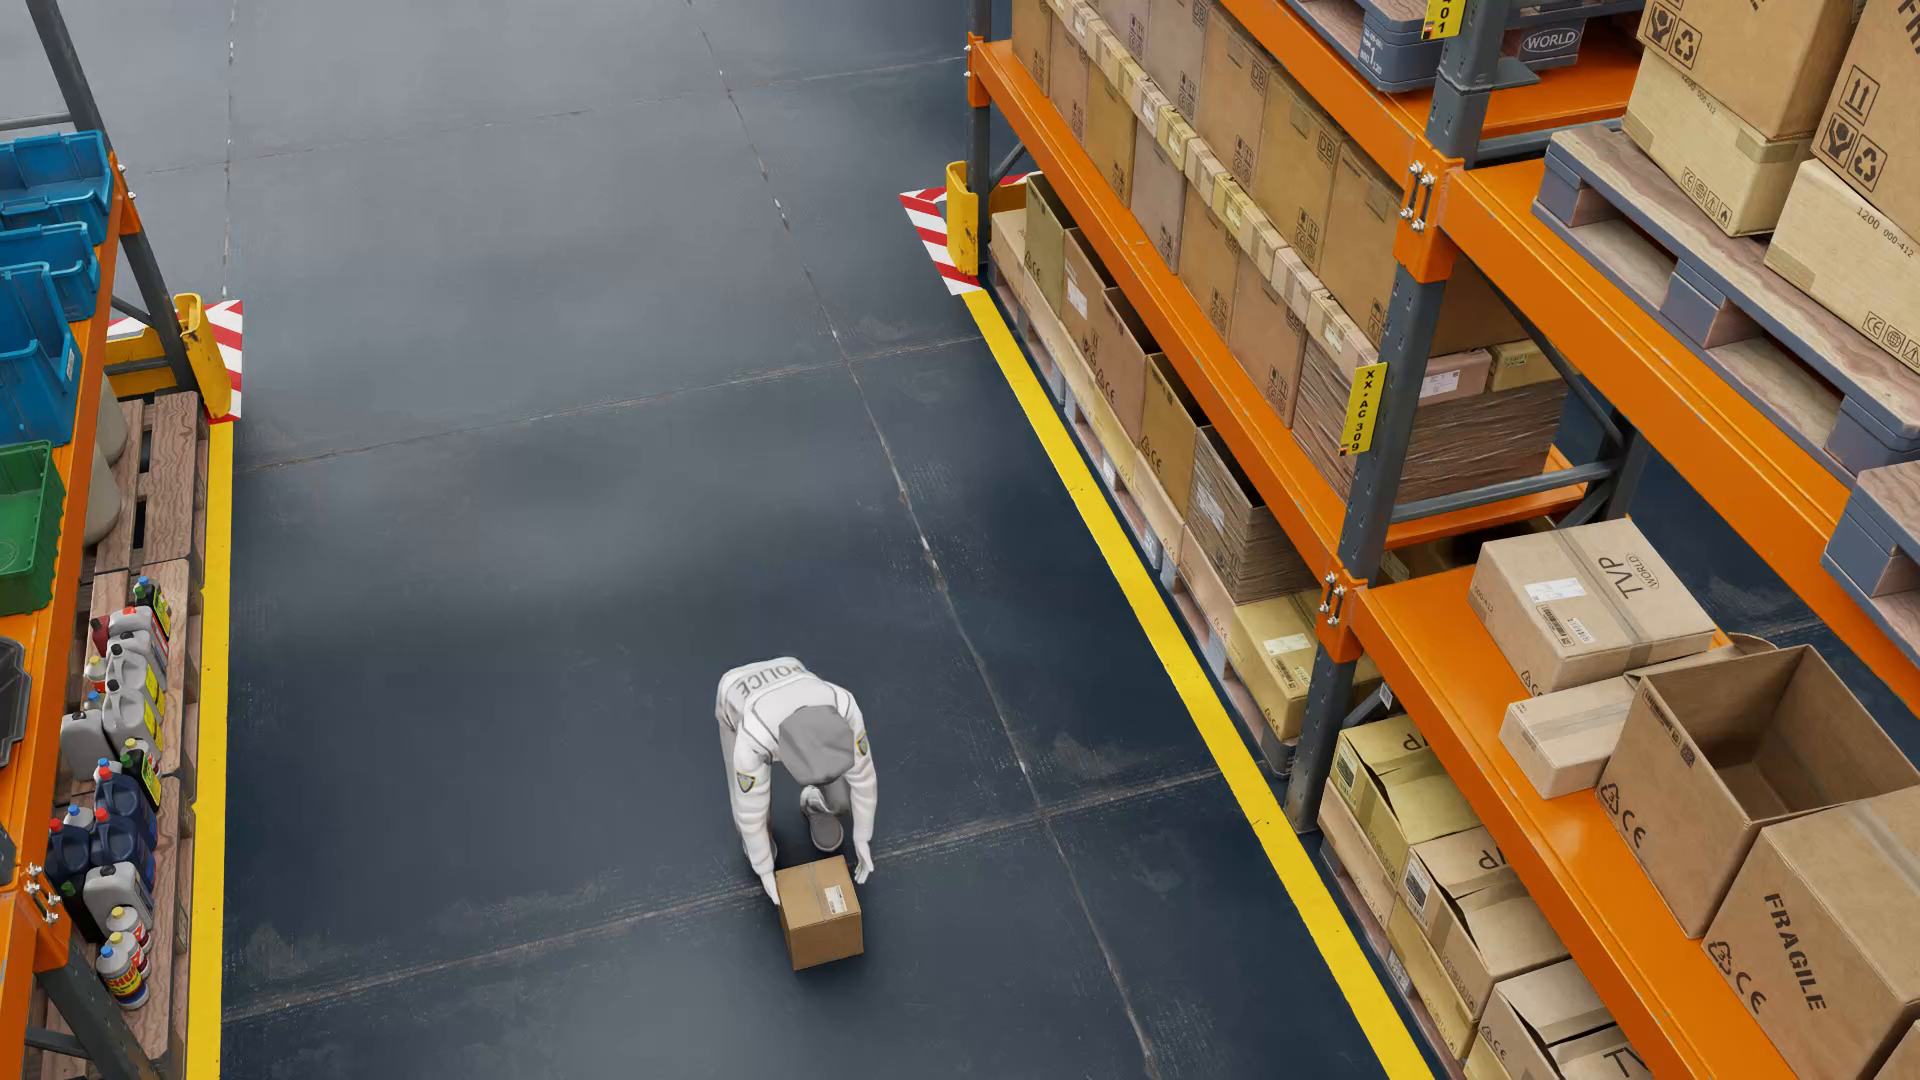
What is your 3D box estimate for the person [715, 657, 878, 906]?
[{"bbox_3d":[-0.570,0.779,5.785,0.491,1.028,0.837,-12,44,-13],"label":"person"}]
